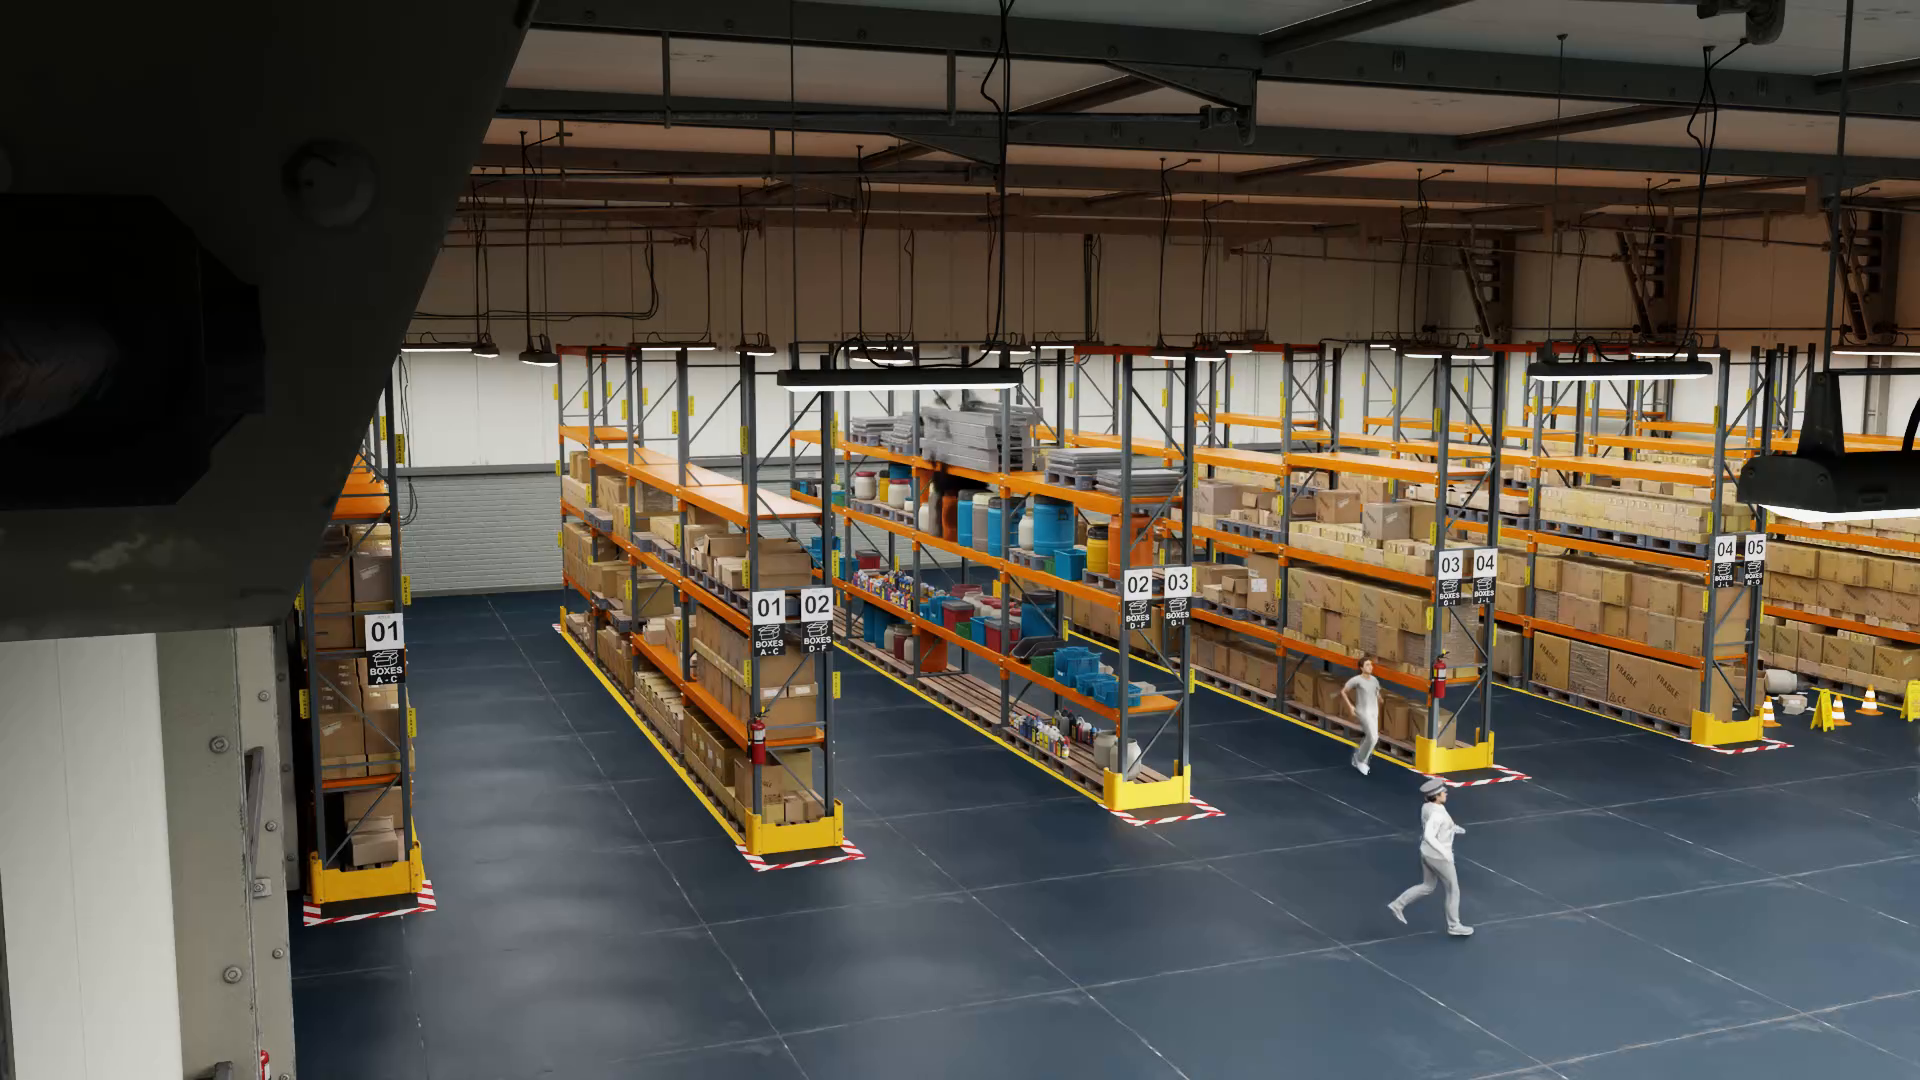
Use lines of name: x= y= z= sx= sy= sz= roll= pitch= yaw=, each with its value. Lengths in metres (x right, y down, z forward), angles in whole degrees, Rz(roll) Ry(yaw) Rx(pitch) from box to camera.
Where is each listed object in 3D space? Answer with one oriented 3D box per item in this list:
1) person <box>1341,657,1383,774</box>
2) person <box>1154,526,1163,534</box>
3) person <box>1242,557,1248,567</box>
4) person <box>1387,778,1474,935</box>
person: x=5.811 y=2.507 z=23.720 sx=0.541 sy=1.663 sz=0.580 roll=-4 pitch=8 yaw=-31
person: x=4.788 y=0.357 z=40.519 sx=0.577 sy=1.664 sz=0.814 roll=5 pitch=9 yaw=33
person: x=7.371 y=0.059 z=42.257 sx=0.944 sy=1.774 sz=0.659 roll=-3 pitch=8 yaw=-22
person: x=4.940 y=3.295 z=17.334 sx=0.896 sy=1.670 sz=0.622 roll=0 pitch=7 yaw=-4
